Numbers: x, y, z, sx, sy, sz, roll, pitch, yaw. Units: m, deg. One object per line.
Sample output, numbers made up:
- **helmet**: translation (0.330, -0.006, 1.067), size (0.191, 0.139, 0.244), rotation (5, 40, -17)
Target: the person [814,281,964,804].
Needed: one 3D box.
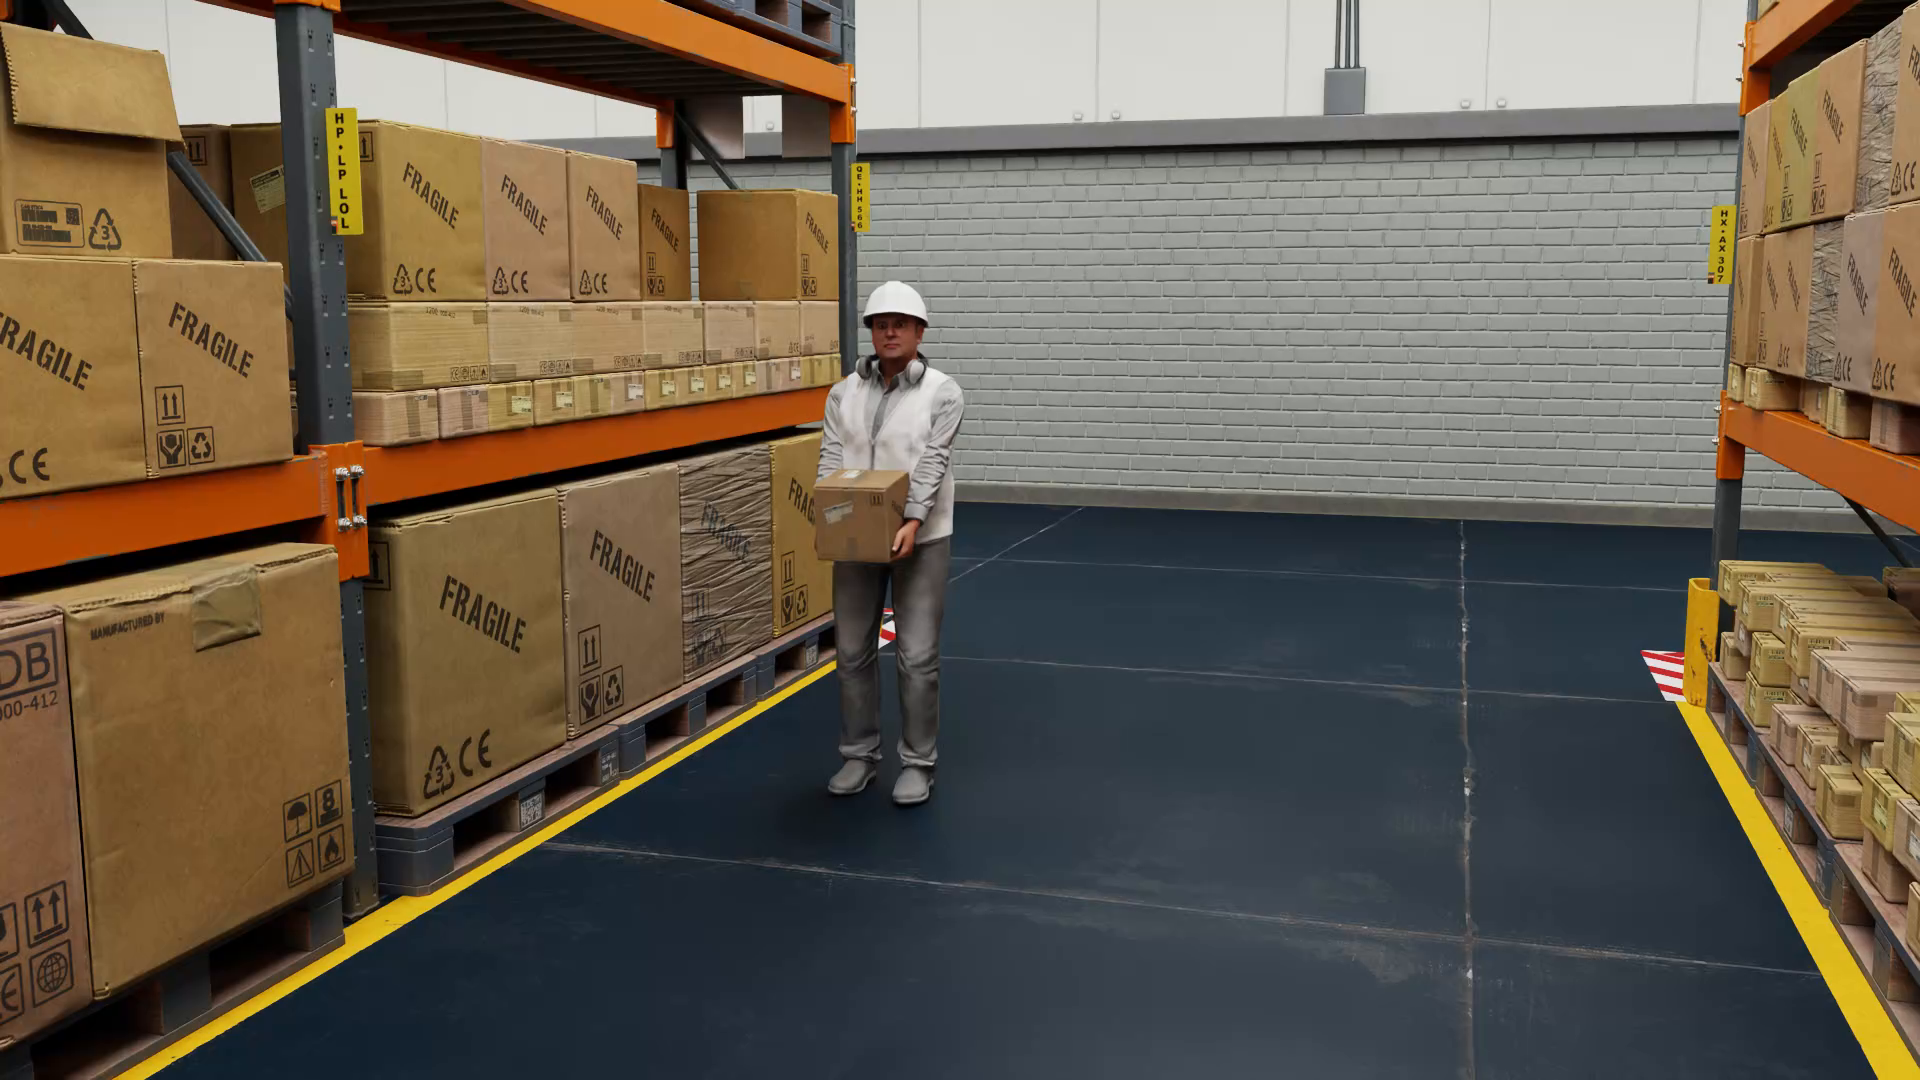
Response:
- **person**: translation (-0.250, 0.011, 5.681), size (0.495, 1.772, 0.549), rotation (2, 9, 16)
